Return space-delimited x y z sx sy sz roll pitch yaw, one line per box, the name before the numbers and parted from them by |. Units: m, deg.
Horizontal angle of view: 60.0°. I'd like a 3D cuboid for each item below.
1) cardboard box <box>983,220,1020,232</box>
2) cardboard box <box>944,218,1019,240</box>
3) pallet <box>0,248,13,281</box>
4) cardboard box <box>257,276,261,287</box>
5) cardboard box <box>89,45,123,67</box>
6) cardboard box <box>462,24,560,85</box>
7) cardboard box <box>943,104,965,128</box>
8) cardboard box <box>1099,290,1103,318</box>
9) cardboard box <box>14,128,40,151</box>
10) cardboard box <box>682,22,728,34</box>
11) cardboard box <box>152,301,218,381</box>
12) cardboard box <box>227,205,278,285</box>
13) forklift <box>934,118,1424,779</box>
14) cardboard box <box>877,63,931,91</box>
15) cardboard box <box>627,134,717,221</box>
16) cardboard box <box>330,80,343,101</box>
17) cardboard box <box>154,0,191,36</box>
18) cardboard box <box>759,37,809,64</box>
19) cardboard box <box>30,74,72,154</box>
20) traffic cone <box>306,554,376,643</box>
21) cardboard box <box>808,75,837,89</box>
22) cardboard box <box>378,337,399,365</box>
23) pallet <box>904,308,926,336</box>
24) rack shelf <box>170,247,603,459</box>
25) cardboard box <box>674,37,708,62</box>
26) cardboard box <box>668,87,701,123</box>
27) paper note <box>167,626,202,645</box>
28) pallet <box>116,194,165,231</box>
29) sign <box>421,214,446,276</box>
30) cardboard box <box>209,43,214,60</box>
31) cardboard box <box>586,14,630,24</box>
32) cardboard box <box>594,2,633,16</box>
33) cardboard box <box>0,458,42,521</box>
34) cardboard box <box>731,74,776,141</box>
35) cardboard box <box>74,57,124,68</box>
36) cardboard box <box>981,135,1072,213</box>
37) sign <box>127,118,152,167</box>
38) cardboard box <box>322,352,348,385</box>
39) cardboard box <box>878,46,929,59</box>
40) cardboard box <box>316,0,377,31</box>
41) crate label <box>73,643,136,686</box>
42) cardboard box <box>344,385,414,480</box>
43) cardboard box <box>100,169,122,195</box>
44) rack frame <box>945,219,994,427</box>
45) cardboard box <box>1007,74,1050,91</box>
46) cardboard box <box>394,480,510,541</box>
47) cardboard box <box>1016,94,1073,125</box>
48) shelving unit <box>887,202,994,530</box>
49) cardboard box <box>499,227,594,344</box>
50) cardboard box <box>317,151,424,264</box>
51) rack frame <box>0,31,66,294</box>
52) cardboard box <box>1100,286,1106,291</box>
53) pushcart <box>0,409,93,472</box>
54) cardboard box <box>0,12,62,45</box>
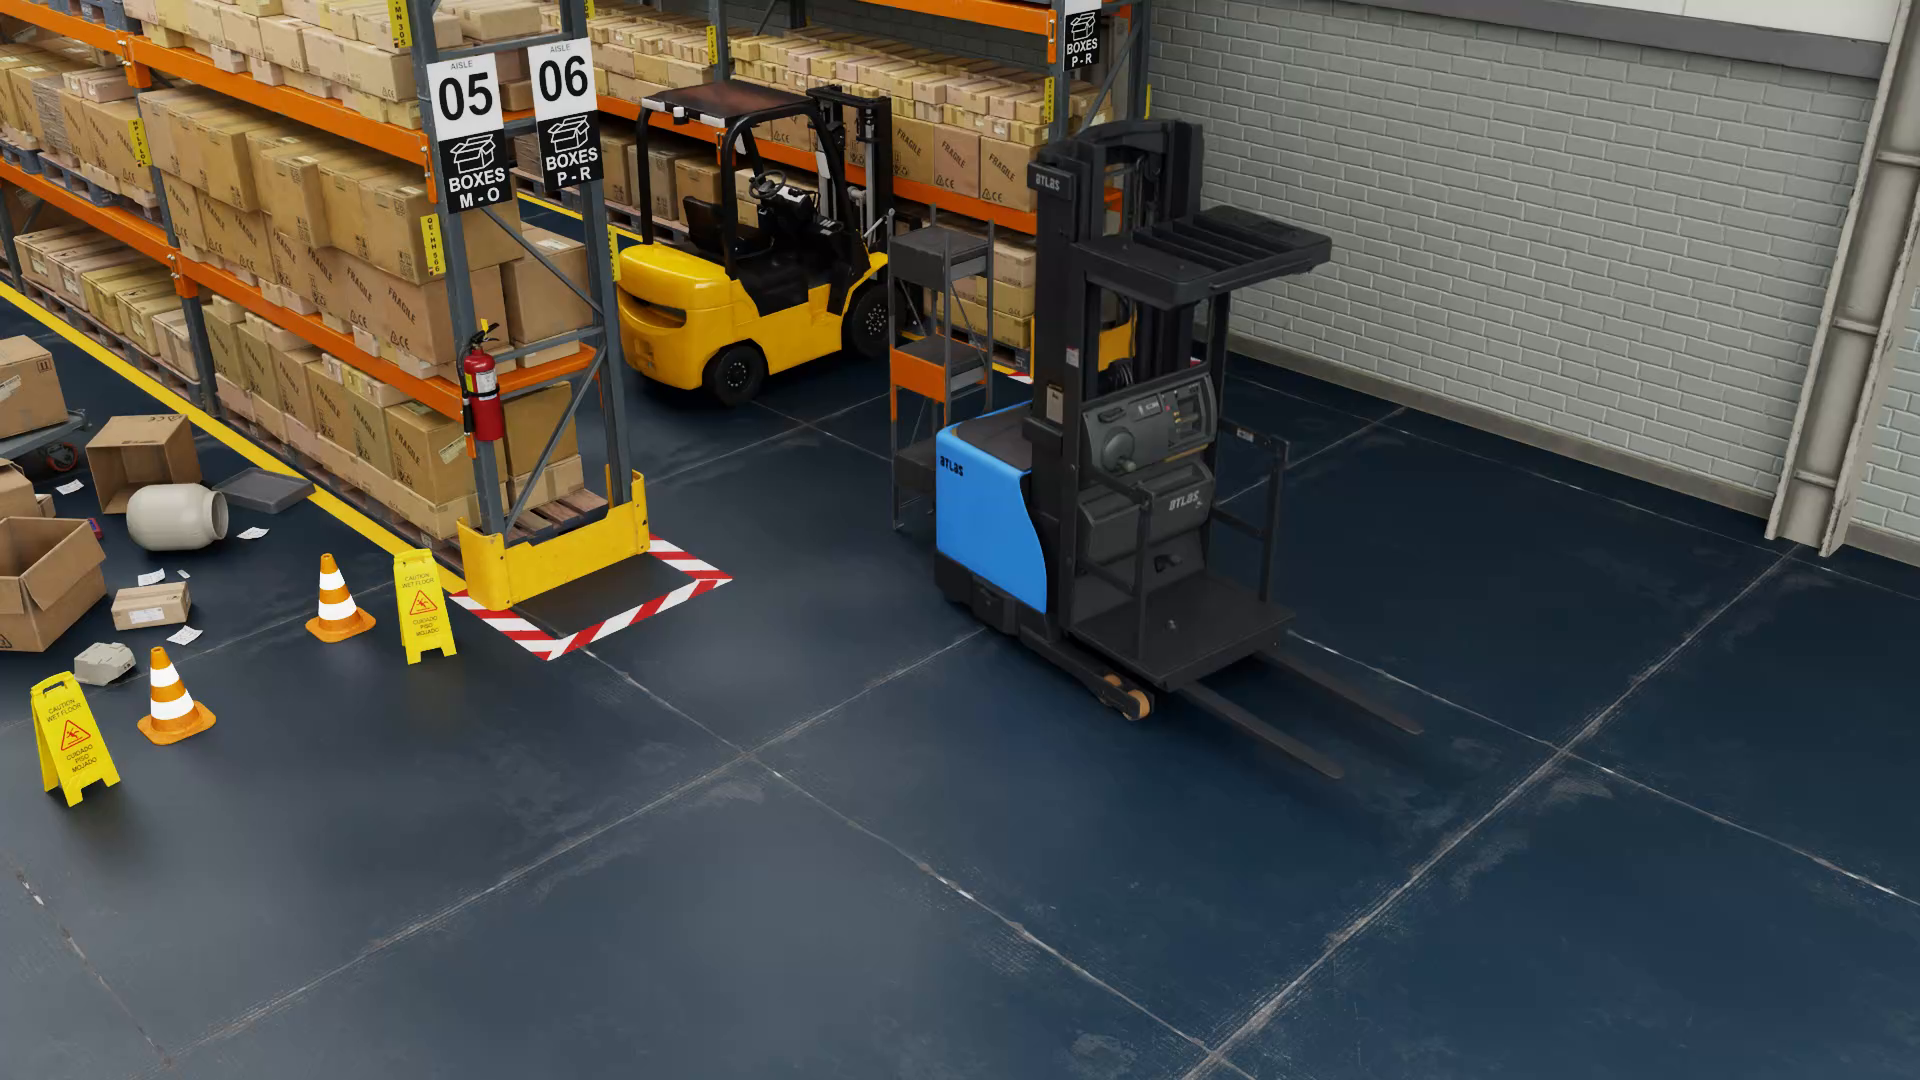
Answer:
cardboard box | 0.475 -2.556 13.811 0.500 0.250 0.500 25 36 38
cardboard box | 0.129 -2.386 13.487 0.500 0.250 0.500 -25 36 -38
pallet | -8.647 -2.773 15.791 1.213 0.211 1.003 25 36 38
cardboard box | -4.495 -1.789 11.193 0.250 0.149 0.380 24 36 38
cardboard box | -6.773 -3.934 13.427 0.250 0.149 0.380 23 35 36
cardboard box | -2.605 -2.760 9.388 0.500 0.250 0.500 24 36 38
cardboard box | 0.086 -3.378 13.140 0.250 0.149 0.380 24 36 38
cardboard box | 0.831 -1.957 13.746 0.500 0.250 0.500 25 37 39
cardboard box | -7.514 -3.328 13.667 0.250 0.149 0.380 25 37 39
cardboard box | -2.437 -4.849 15.938 0.250 0.149 0.380 24 36 38
cardboard box | -5.661 -1.613 12.961 0.950 0.372 0.625 -25 37 -39
cardboard box | -4.444 -2.036 10.965 0.500 0.500 0.500 24 36 38
forklift | 1.151 -0.591 8.717 1.130 2.935 3.031 -20 34 -33
cardboard box | -0.457 -3.772 13.570 0.380 0.149 0.250 -25 36 -38
cardboard box | -2.736 -3.626 16.516 0.625 0.625 0.875 24 36 38
cardboard box | -3.384 -2.628 9.565 0.250 0.149 0.380 25 37 39
cardboard box | -4.790 -3.413 10.630 0.500 0.250 0.500 24 36 38
cardboard box | -1.527 -4.280 14.535 0.380 0.149 0.250 -25 36 -38
cardboard box | -6.868 -3.359 13.030 0.500 0.500 0.500 23 35 37
traffic cone | -3.644 0.296 9.684 0.334 0.463 0.336 25 36 38
cardboard box | -1.064 -3.858 14.052 0.250 0.149 0.380 24 36 38
cardboard box | -3.276 -1.191 10.056 0.250 0.149 0.380 24 36 38
pallet | -0.396 -2.163 14.630 1.213 0.211 1.003 25 36 38
rack shelf | -3.859 -1.449 11.049 4.000 0.370 1.077 25 36 38
cardboard box | -2.404 -4.516 15.304 0.250 0.149 0.380 24 36 38
cardboard box | -2.351 -4.080 15.440 0.500 0.250 0.500 -24 36 -38
paper note | -4.503 0.551 9.662 0.142 0.019 0.148 12 30 22
pallet | -5.729 -2.633 12.734 1.213 0.211 1.003 25 36 38
sign | -2.837 -1.590 8.960 0.005 0.325 0.100 25 36 38
cardboard box | -4.500 -3.119 10.500 0.250 0.149 0.380 23 36 37
cardboard box | -3.459 -5.033 16.287 0.250 0.149 0.380 25 36 38
cardboard box | -3.524 -5.345 16.881 0.250 0.149 0.380 24 36 38
cardboard box | -6.133 -0.105 10.257 0.503 0.637 0.797 25 36 38
cardboard box | -1.675 -3.881 14.794 0.500 0.500 0.500 23 36 37
cardboard box | -6.882 -3.702 13.682 0.500 0.500 0.500 22 35 35
cardboard box | 0.509 -2.881 12.892 0.500 0.500 0.500 24 36 37
sign | -5.672 -2.747 11.501 0.005 0.325 0.100 25 36 38
cardboard box | -3.860 -1.145 10.698 0.380 0.149 0.250 -23 36 -37
cardboard box | -0.478 -4.099 14.192 0.250 0.149 0.380 24 36 38
cardboard box | -3.378 -2.971 9.360 0.250 0.149 0.380 25 37 39
crate label | -4.784 0.683 9.297 0.298 0.136 0.250 7 29 13
cardboard box | -3.562 -0.760 10.663 0.500 0.500 0.500 -24 36 -37
cardboard box | -6.231 -2.735 12.541 0.250 0.149 0.380 24 36 38
rack frame | 0.056 -0.904 10.206 0.015 2.100 0.400 25 36 38
cardboard box | 0.593 -3.585 13.214 0.380 0.149 0.250 -24 36 -38
cardboard box | -3.215 -0.266 10.530 0.500 0.250 0.500 24 36 38
cardboard box | 0.641 -3.273 12.622 0.250 0.149 0.380 25 36 38
shelving unit | -0.118 -0.983 10.357 0.503 2.100 0.431 25 36 38
cardboard box | -2.577 -1.537 10.017 0.500 0.500 0.500 24 36 38
cardboard box | -3.306 -1.995 9.813 0.700 0.500 0.500 -25 37 -39
rack frame | -8.138 -3.725 14.605 0.127 3.000 1.000 25 36 38
cardboard box | 0.854 -2.176 13.624 0.500 0.250 0.500 -25 36 -38
pushcart | -6.848 -0.486 11.263 0.936 0.377 1.648 12 30 22
cardboard box | -8.318 -4.454 14.809 0.500 0.500 0.500 23 36 37
